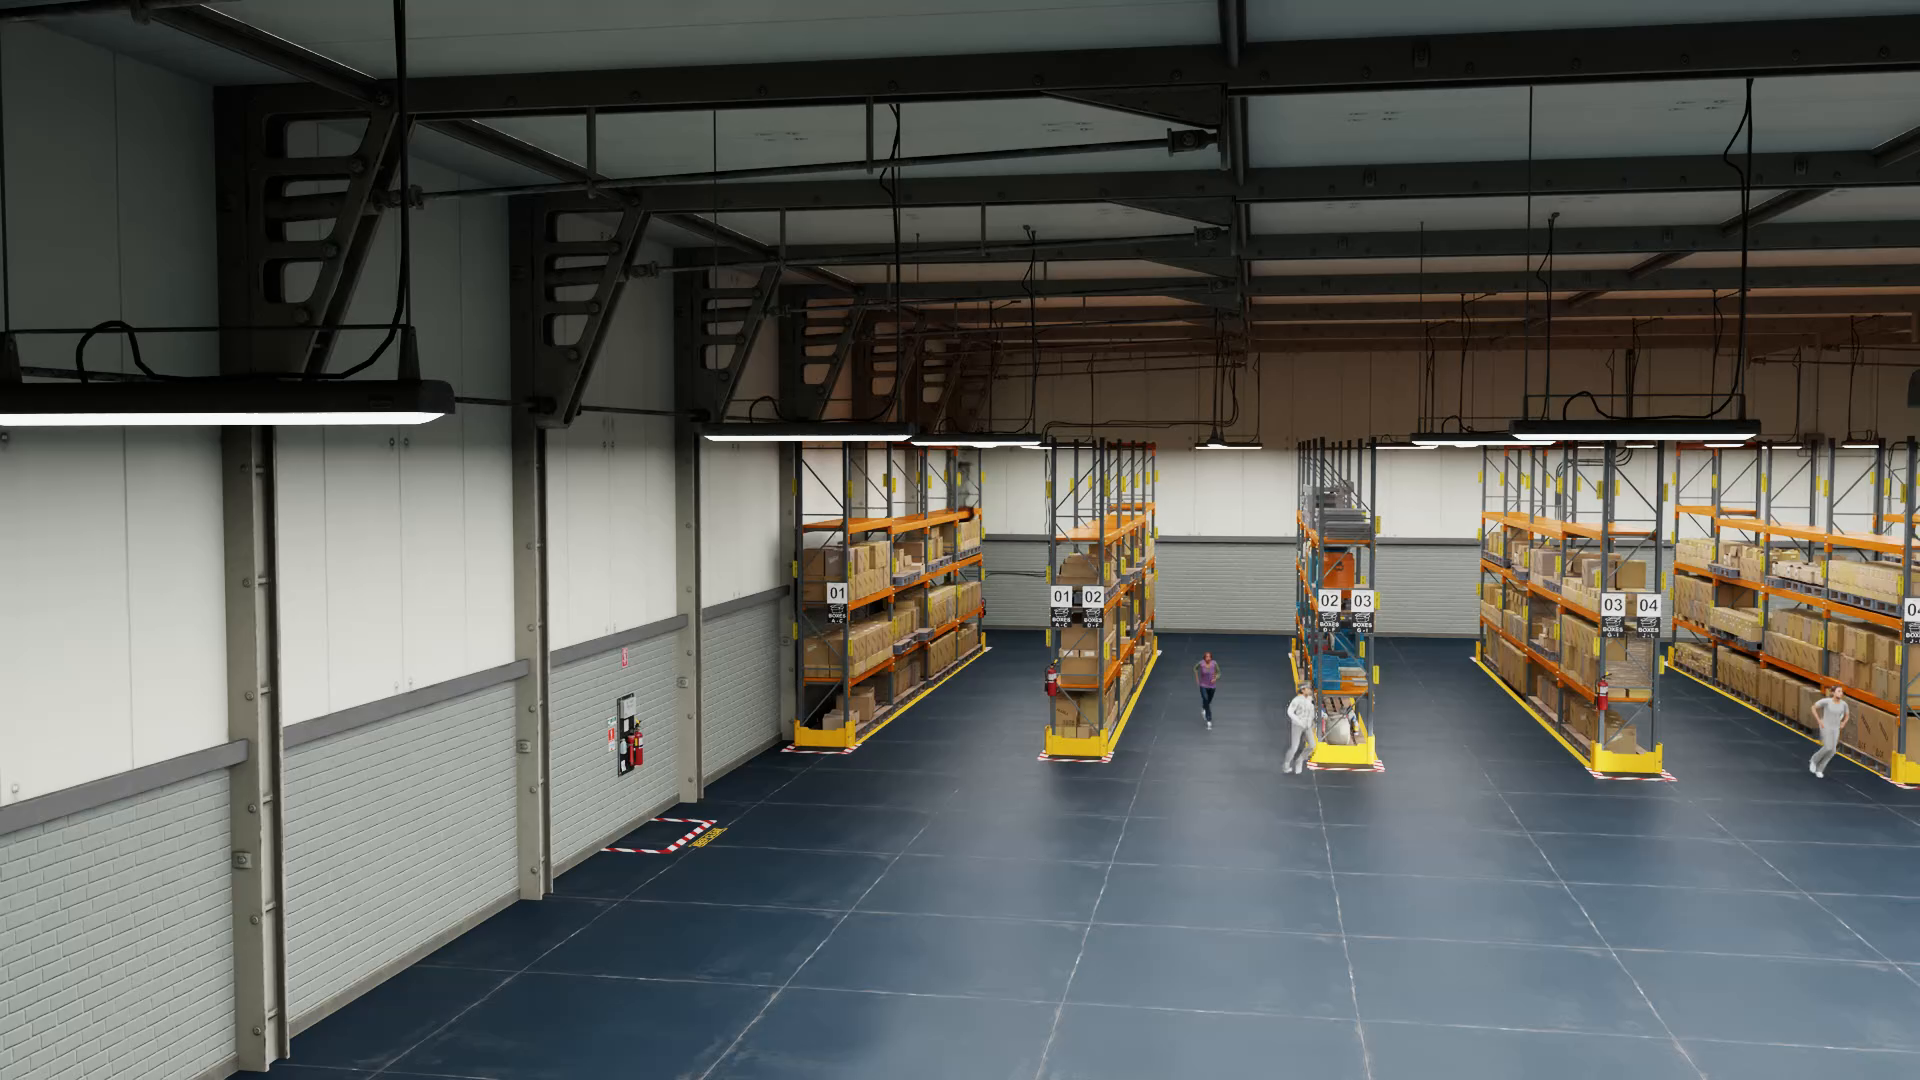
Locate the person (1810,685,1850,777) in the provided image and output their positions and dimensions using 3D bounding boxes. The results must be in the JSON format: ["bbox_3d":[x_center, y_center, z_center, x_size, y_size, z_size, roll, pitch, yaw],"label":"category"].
[{"bbox_3d":[15.378,3.367,29.320,0.587,1.645,0.517,0,3,-4],"label":"person"}]

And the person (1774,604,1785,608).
[{"bbox_3d":[21.122,2.574,42.974,0.671,1.829,0.901,0,3,6],"label":"person"}]

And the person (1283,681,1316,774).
[{"bbox_3d":[6.121,3.333,29.607,0.675,1.656,0.583,-1,3,-25],"label":"person"}]

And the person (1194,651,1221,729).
[{"bbox_3d":[5.177,3.102,34.850,0.541,1.573,0.996,0,3,-2],"label":"person"}]
